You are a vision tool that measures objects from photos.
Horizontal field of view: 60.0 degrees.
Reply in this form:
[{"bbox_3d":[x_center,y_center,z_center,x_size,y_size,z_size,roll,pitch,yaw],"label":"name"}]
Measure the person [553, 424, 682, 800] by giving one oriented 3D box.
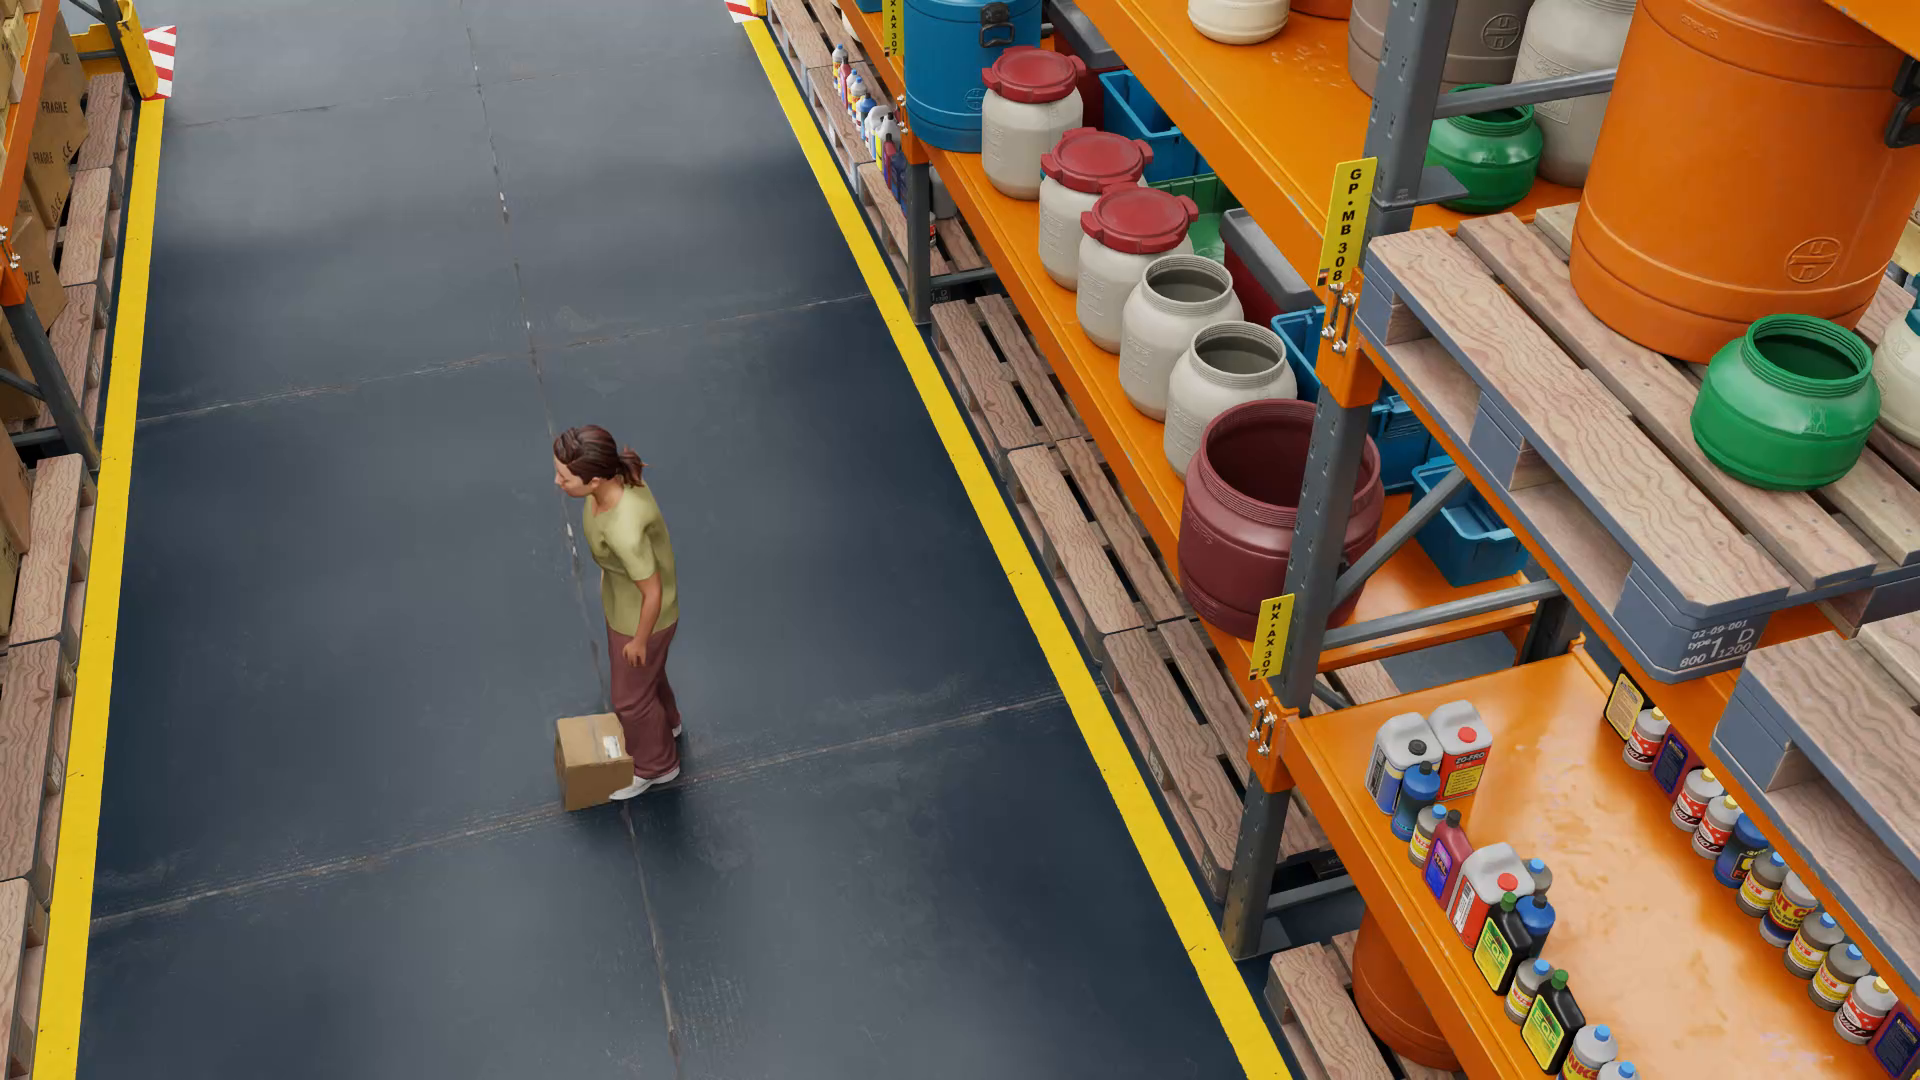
[{"bbox_3d":[-1.197,0.253,5.884,0.414,1.673,0.493,-13,44,-14],"label":"person"}]
